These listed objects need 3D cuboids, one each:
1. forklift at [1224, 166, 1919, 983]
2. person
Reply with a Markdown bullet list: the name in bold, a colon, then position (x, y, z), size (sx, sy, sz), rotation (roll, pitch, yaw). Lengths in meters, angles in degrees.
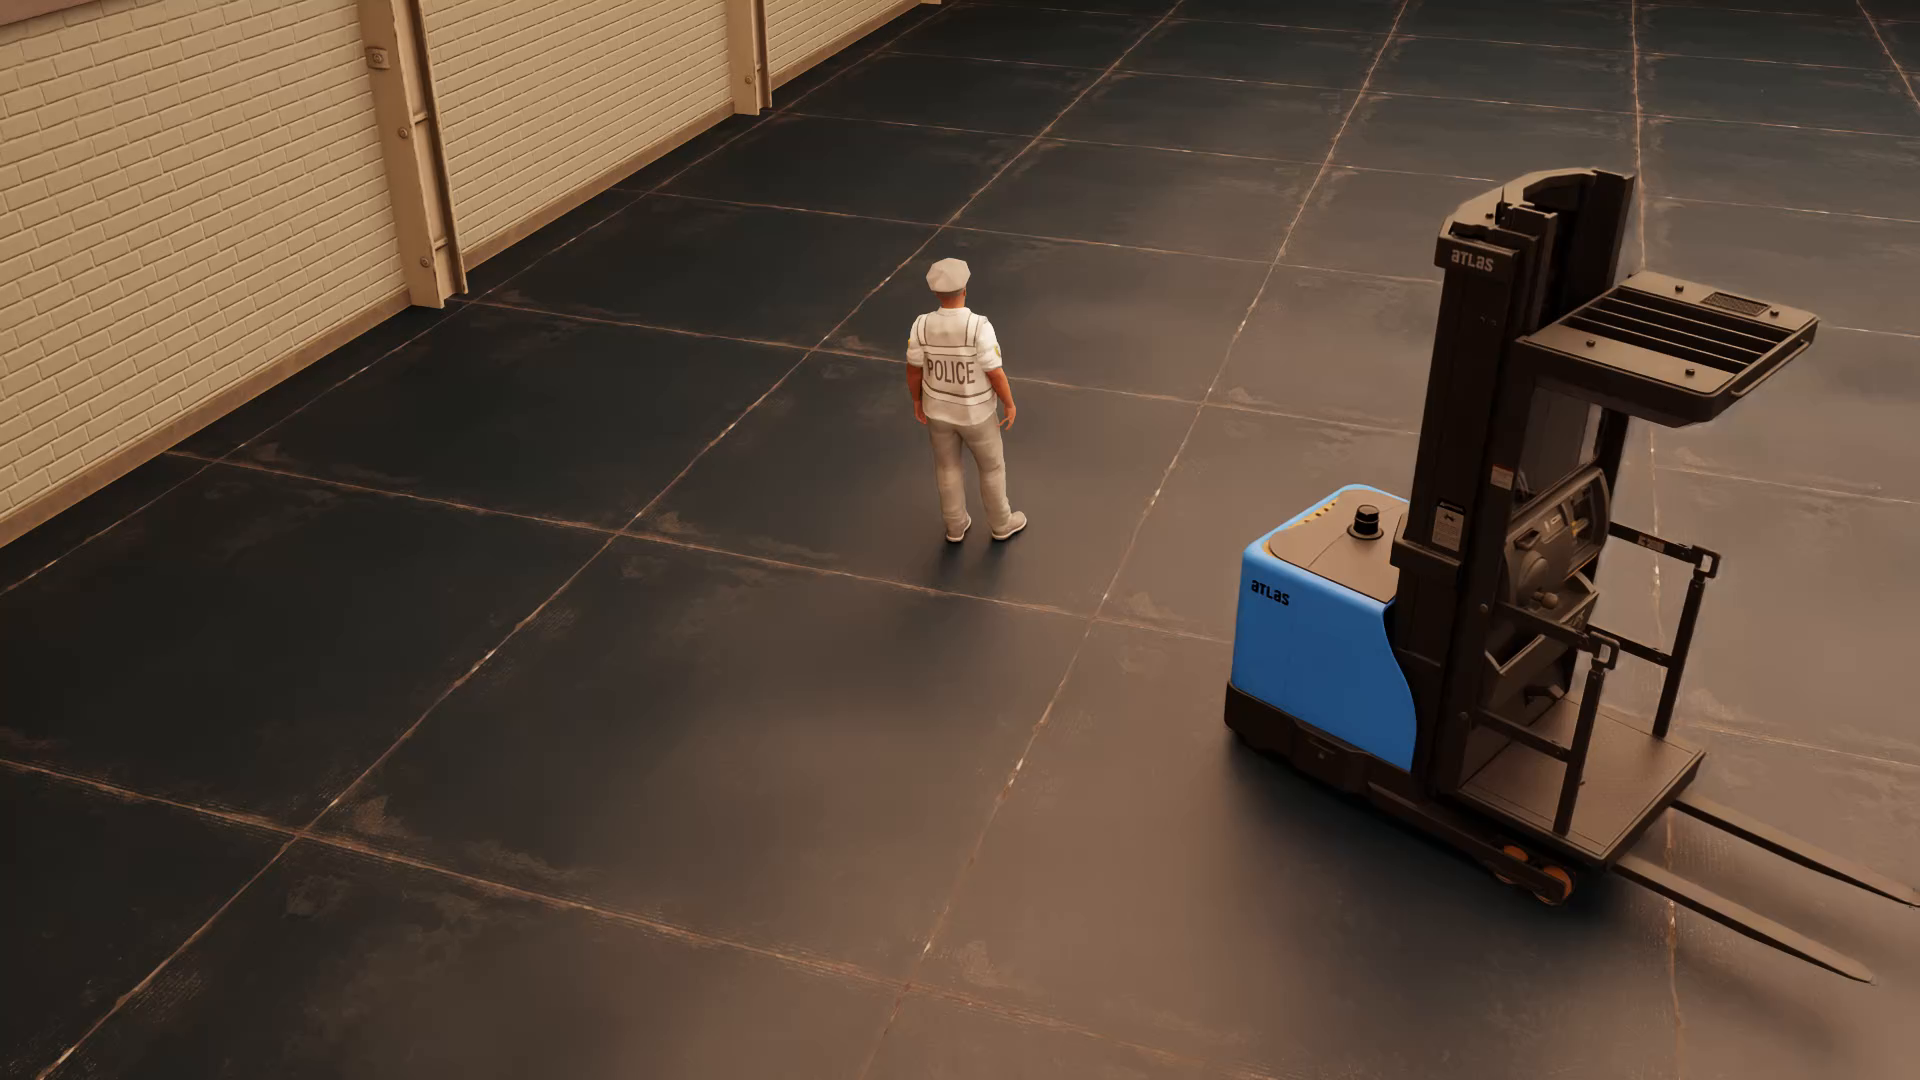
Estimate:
- **forklift**: position (2.737, 0.032, 7.081), size (3.031, 2.935, 1.130), rotation (25, 38, 37)
- **person**: position (0.037, -0.815, 9.712), size (0.640, 1.781, 0.575), rotation (10, 31, 16)
